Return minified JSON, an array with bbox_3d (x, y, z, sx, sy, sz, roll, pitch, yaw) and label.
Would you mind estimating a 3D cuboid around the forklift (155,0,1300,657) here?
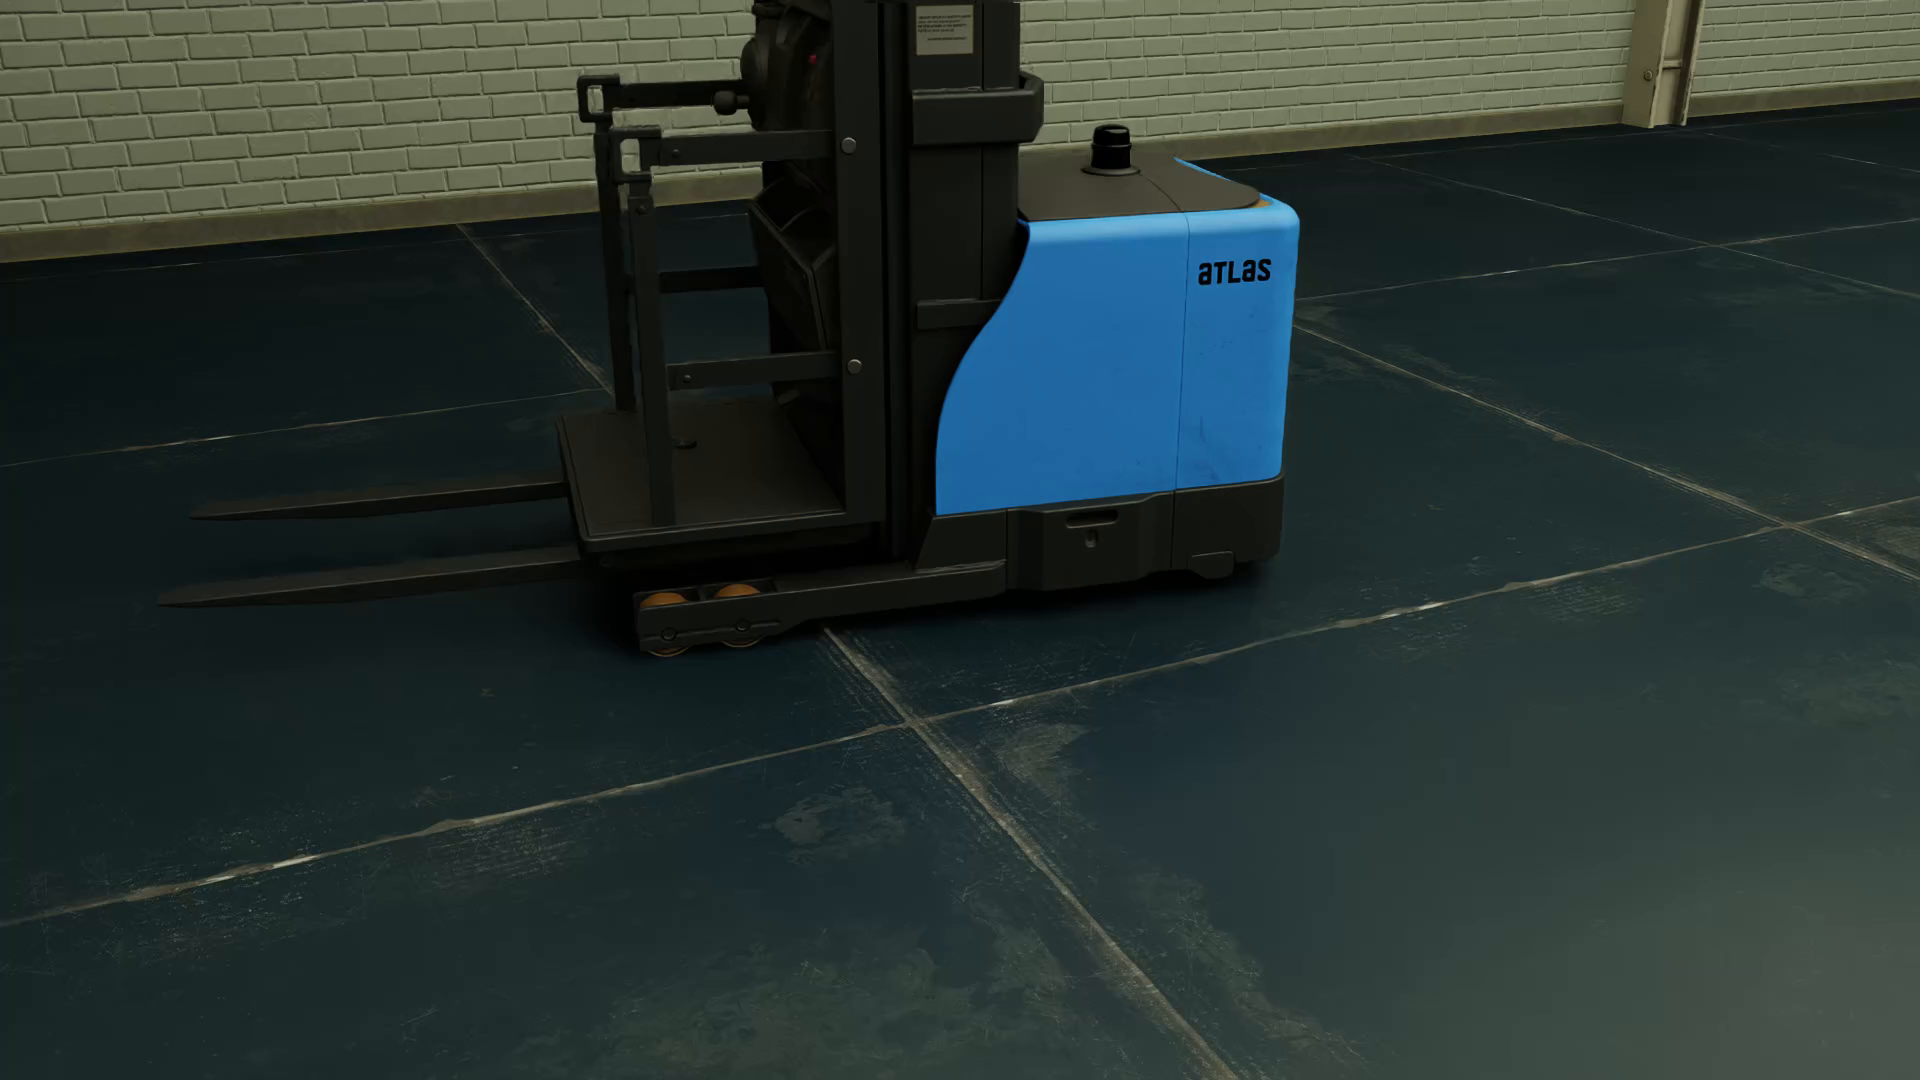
[{"bbox_3d":[-0.642,-1.271,4.347,3.031,2.935,1.130,-6,23,-15],"label":"forklift"}]
